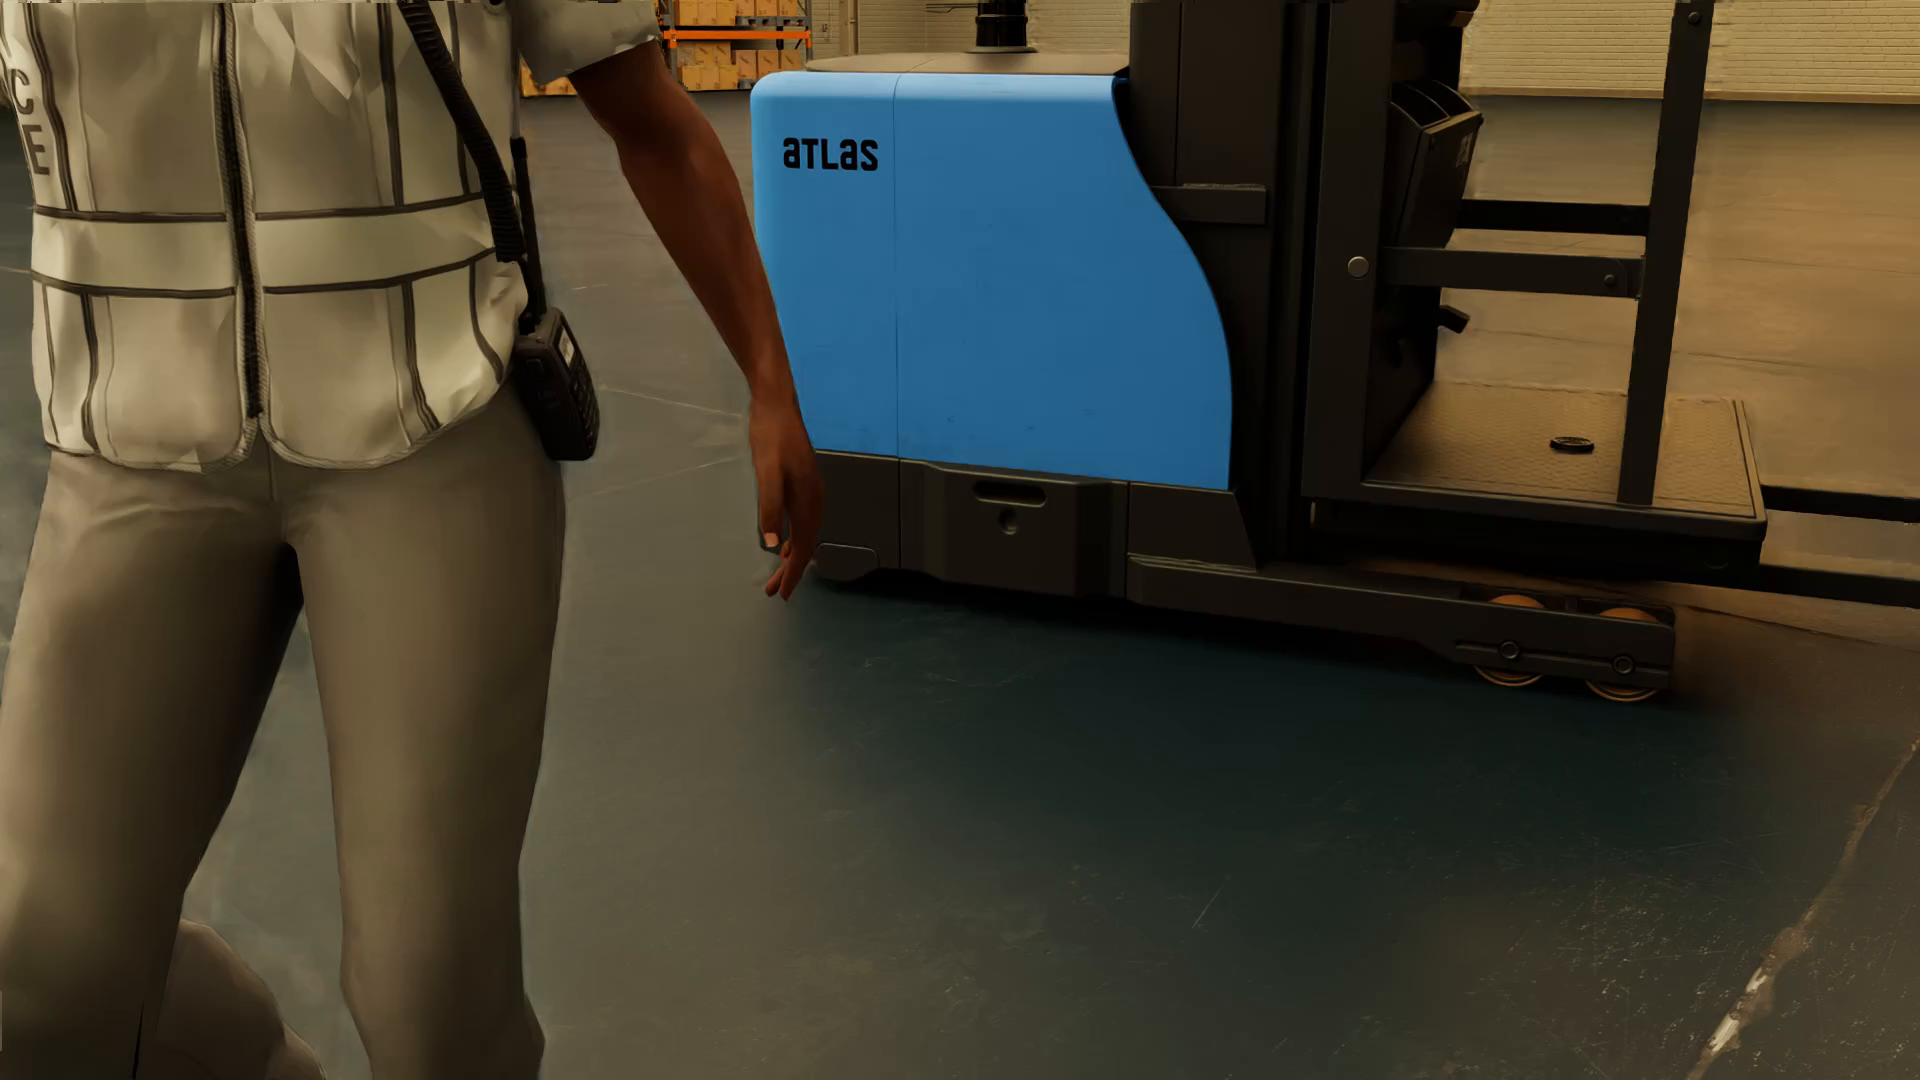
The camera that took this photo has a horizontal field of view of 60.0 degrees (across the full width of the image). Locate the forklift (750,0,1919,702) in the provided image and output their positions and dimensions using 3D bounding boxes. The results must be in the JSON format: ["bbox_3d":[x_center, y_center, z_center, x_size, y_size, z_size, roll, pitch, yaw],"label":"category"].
[{"bbox_3d":[1.125,-1.286,3.134,3.031,2.935,1.130,7,18,21],"label":"forklift"}]
